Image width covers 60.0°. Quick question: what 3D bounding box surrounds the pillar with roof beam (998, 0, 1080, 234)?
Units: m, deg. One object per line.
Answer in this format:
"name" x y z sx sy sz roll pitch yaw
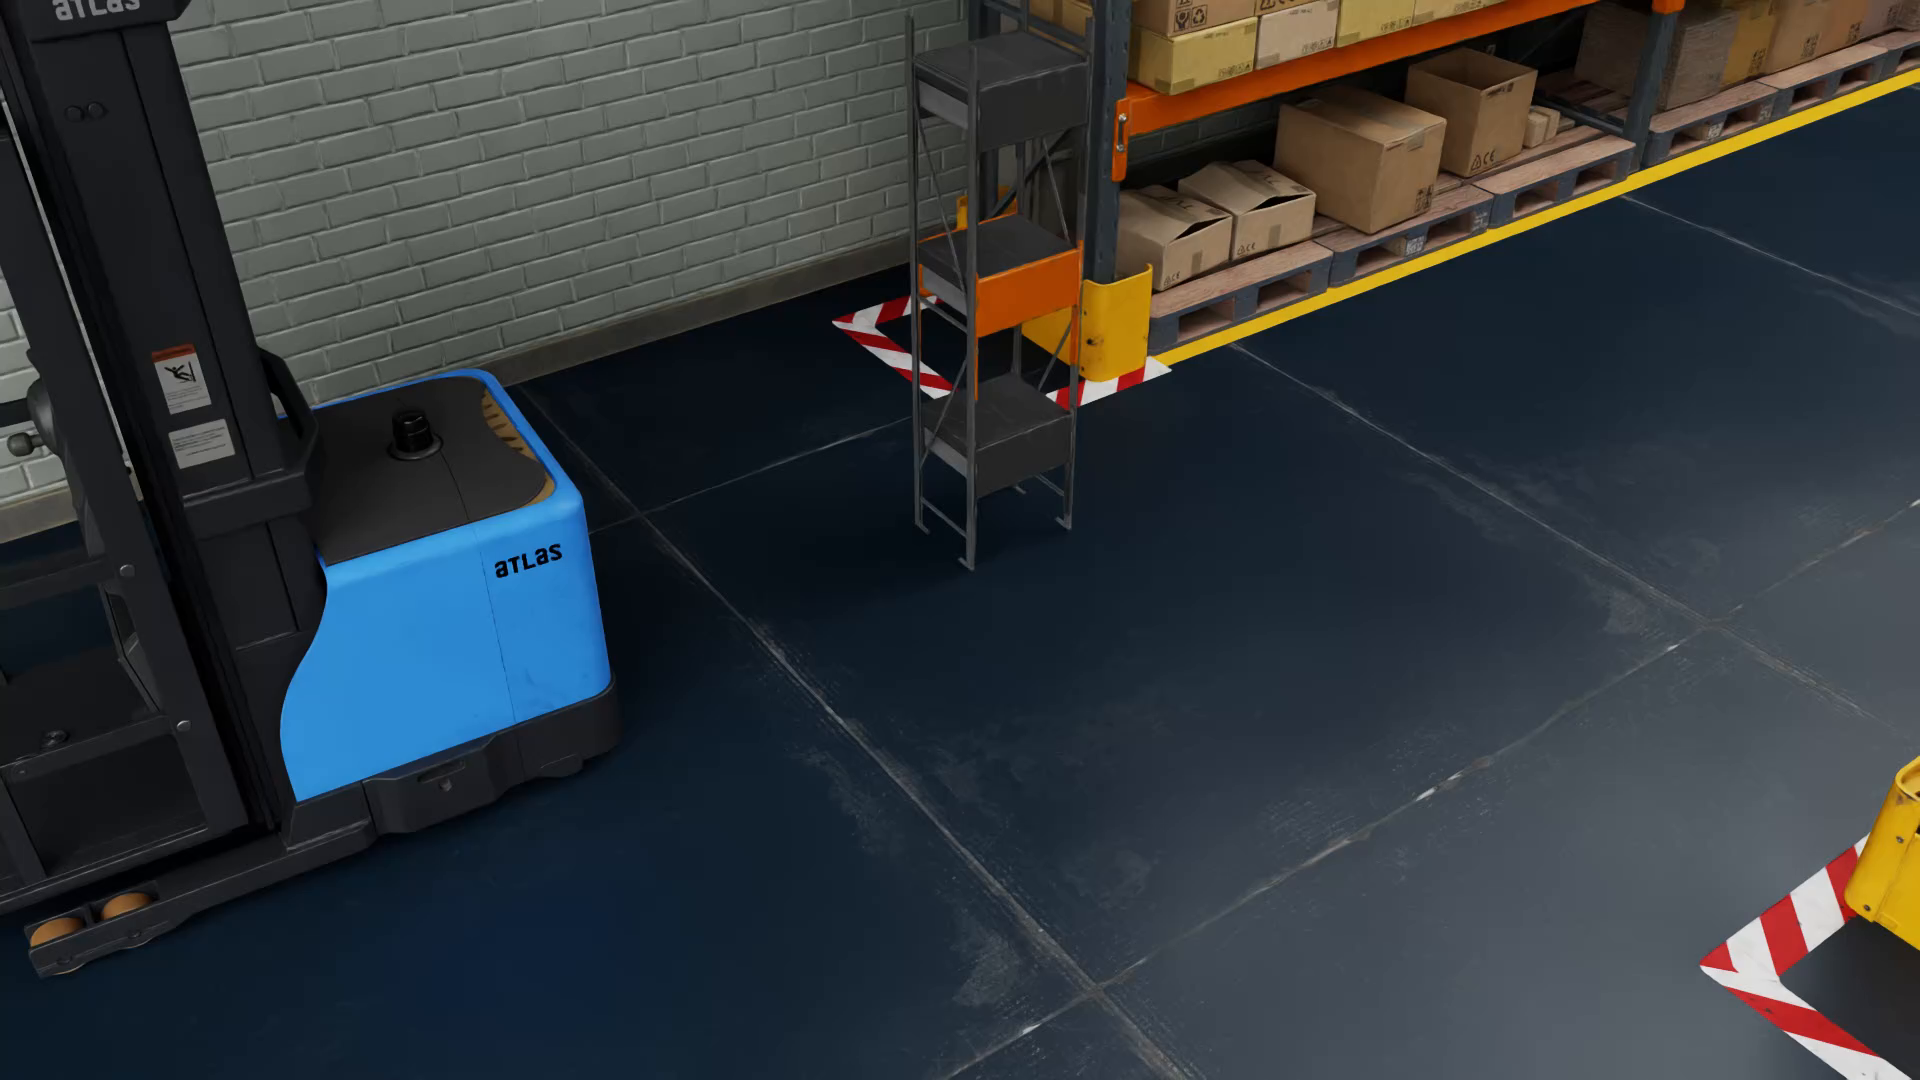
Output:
"pillar with roof beam" 2.927 -3.280 3.604 0.400 9.000 9.100 -22 41 -28

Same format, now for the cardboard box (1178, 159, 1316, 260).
"cardboard box" 1.457 -1.720 8.498 0.500 0.311 0.500 -19 40 -24

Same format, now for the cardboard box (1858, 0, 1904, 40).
"cardboard box" 5.866 -3.721 11.119 0.500 0.500 0.700 -22 41 -28

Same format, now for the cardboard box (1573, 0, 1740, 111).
"cardboard box" 4.235 -3.016 10.138 0.500 0.500 0.700 -21 41 -26

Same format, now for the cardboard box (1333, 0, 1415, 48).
"cardboard box" 1.791 -2.561 7.853 0.500 0.250 0.500 -23 42 -29

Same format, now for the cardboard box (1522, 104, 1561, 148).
"cardboard box" 3.223 -2.431 9.610 0.250 0.166 0.380 -28 44 -33

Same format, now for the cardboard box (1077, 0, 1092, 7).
"cardboard box" 0.636 -2.763 7.491 0.500 0.500 0.500 -23 42 -28

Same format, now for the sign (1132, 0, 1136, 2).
"sign" 0.686 -2.344 6.698 0.005 0.325 0.100 -22 41 -28

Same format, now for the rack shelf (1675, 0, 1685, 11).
"rack shelf" 5.278 -3.977 10.327 4.000 0.370 1.077 -22 41 -28

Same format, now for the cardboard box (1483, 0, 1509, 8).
"cardboard box" 2.616 -2.900 8.324 0.500 0.250 0.500 -23 41 -28

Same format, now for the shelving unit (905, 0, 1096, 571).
"shelving unit" 0.135 -0.908 6.214 0.503 2.100 0.431 -22 41 -28

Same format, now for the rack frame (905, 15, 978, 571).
"rack frame" -0.064 -0.826 6.100 0.015 2.100 0.400 -22 41 -28

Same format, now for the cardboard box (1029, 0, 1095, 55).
"cardboard box" 0.644 -2.448 7.696 0.500 0.250 0.500 -22 41 -27

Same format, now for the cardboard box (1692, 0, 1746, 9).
"cardboard box" 4.593 -3.470 10.128 0.500 0.250 0.500 -23 42 -29

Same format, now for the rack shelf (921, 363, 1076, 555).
"rack shelf" 0.135 -0.329 6.631 0.480 0.518 0.431 -22 41 -28

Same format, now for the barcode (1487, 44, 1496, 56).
"barcode" 3.064 -2.823 9.596 0.075 0.075 0.001 -22 41 -28

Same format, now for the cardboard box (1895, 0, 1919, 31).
"cardboard box" 6.354 -3.839 11.282 0.500 0.500 0.700 -22 41 -27

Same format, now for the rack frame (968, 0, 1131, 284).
"rack frame" 0.374 -2.251 7.311 0.127 3.000 1.000 -22 41 -28

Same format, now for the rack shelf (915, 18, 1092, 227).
"rack shelf" 0.135 -1.465 5.814 0.480 0.518 0.431 -22 41 -28

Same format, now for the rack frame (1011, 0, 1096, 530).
"rack frame" 0.335 -0.990 6.328 0.015 2.100 0.400 -22 41 -28

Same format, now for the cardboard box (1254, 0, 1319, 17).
"cardboard box" 1.347 -2.681 7.378 0.500 0.500 0.500 -22 41 -28

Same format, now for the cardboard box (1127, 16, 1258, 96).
"cardboard box" 0.955 -2.211 7.366 0.500 0.250 0.500 -24 42 -29

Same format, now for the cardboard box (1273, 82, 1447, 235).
"cardboard box" 2.085 -2.019 8.753 0.500 0.500 0.700 -25 43 -31

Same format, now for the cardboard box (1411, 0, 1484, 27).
"cardboard box" 2.206 -2.730 8.088 0.500 0.250 0.500 -22 41 -27

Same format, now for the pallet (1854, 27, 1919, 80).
"pallet" 6.273 -3.548 11.502 1.213 0.211 1.003 -22 41 -28

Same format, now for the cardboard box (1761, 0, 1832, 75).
"cardboard box" 5.069 -3.366 10.625 0.500 0.500 0.700 -22 41 -27

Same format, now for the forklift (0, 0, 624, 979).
"forklift" -2.683 -0.252 4.591 3.031 2.935 1.130 -19 40 -25

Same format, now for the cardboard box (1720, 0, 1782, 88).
"cardboard box" 4.629 -3.214 10.413 0.500 0.500 0.700 -23 42 -29

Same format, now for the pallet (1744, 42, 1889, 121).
"pallet" 5.277 -3.140 10.935 1.213 0.211 1.003 -22 41 -28

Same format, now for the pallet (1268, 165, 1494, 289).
"pallet" 2.116 -1.809 9.084 1.213 0.211 1.003 -22 41 -28

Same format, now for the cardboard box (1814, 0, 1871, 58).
"cardboard box" 5.476 -3.540 10.868 0.500 0.500 0.700 -23 41 -28

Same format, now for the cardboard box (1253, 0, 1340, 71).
"cardboard box" 1.372 -2.392 7.619 0.500 0.250 0.500 -24 42 -29

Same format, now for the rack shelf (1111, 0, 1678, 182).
"rack shelf" 2.008 -2.632 8.456 4.000 0.370 1.077 -22 41 -28

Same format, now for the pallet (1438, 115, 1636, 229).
"pallet" 3.115 -2.222 9.658 1.213 0.211 1.003 -22 41 -28

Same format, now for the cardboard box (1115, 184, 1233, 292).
"cardboard box" 0.991 -1.528 8.231 0.500 0.311 0.500 -28 44 -33

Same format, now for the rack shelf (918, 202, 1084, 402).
"rack shelf" 0.135 -0.897 6.222 0.480 0.518 0.431 -22 41 -28

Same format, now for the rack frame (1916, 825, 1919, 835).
"rack frame" 3.230 0.112 4.025 0.127 3.000 1.000 -22 41 -28

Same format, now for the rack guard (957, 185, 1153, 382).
"rack guard" 0.436 -1.262 8.076 0.348 0.500 1.175 -22 41 -28

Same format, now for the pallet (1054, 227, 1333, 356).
"pallet" 1.120 -1.401 8.517 1.213 0.211 1.003 -22 41 -28

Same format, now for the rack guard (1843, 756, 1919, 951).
"rack guard" 3.211 1.135 4.744 0.348 0.500 1.175 -22 41 -28

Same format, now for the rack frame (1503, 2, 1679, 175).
"rack frame" 3.643 -3.597 9.182 0.127 3.000 1.000 -22 41 -28

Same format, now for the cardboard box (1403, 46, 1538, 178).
"cardboard box" 2.818 -2.392 9.271 0.500 0.500 0.500 -26 43 -31

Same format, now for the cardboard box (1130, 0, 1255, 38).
"cardboard box" 0.937 -2.520 7.154 0.500 0.500 0.500 -22 41 -28

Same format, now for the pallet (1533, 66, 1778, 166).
"pallet" 4.279 -2.727 10.361 1.213 0.211 1.003 -22 41 -28
